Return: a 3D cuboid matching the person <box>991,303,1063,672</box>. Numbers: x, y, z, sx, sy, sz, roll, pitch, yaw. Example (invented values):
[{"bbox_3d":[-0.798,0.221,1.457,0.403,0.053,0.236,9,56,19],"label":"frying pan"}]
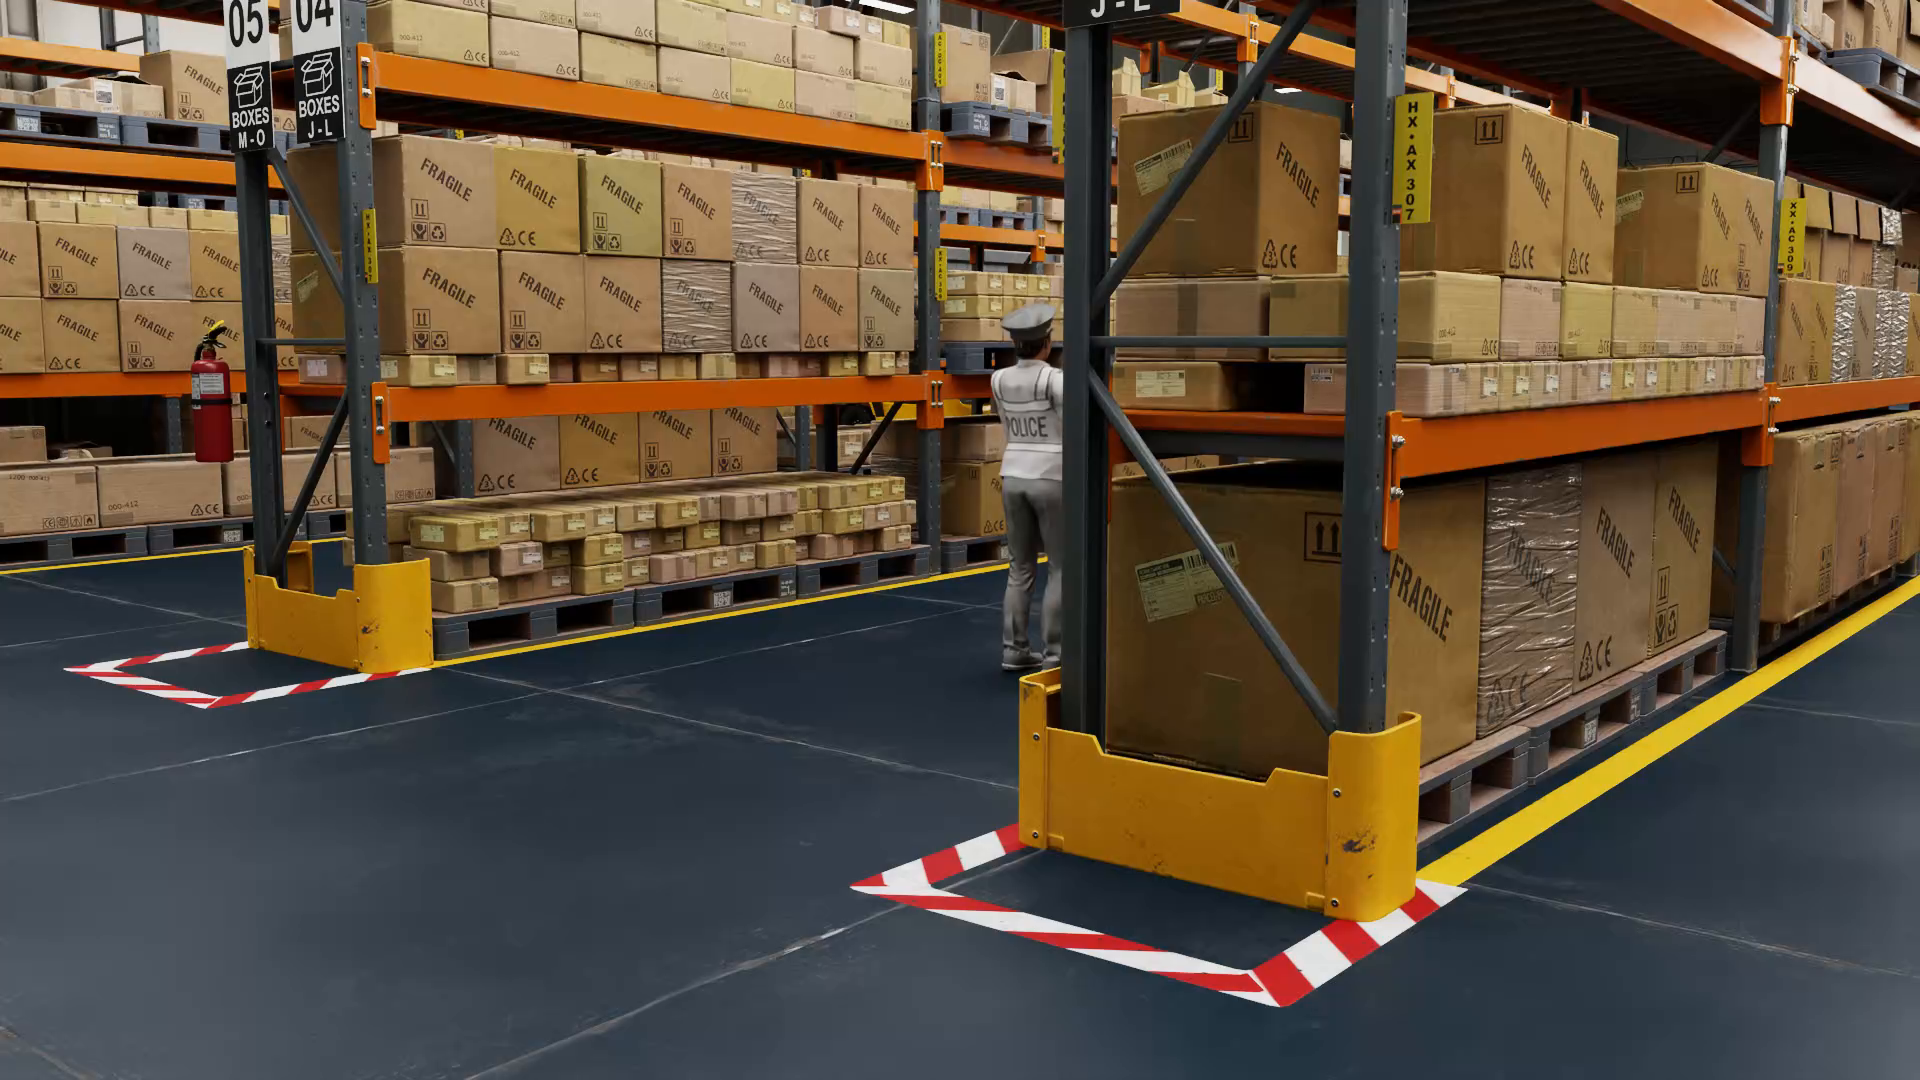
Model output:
[{"bbox_3d":[0.415,-0.234,7.614,0.459,1.689,0.547,6,9,39],"label":"person"}]
